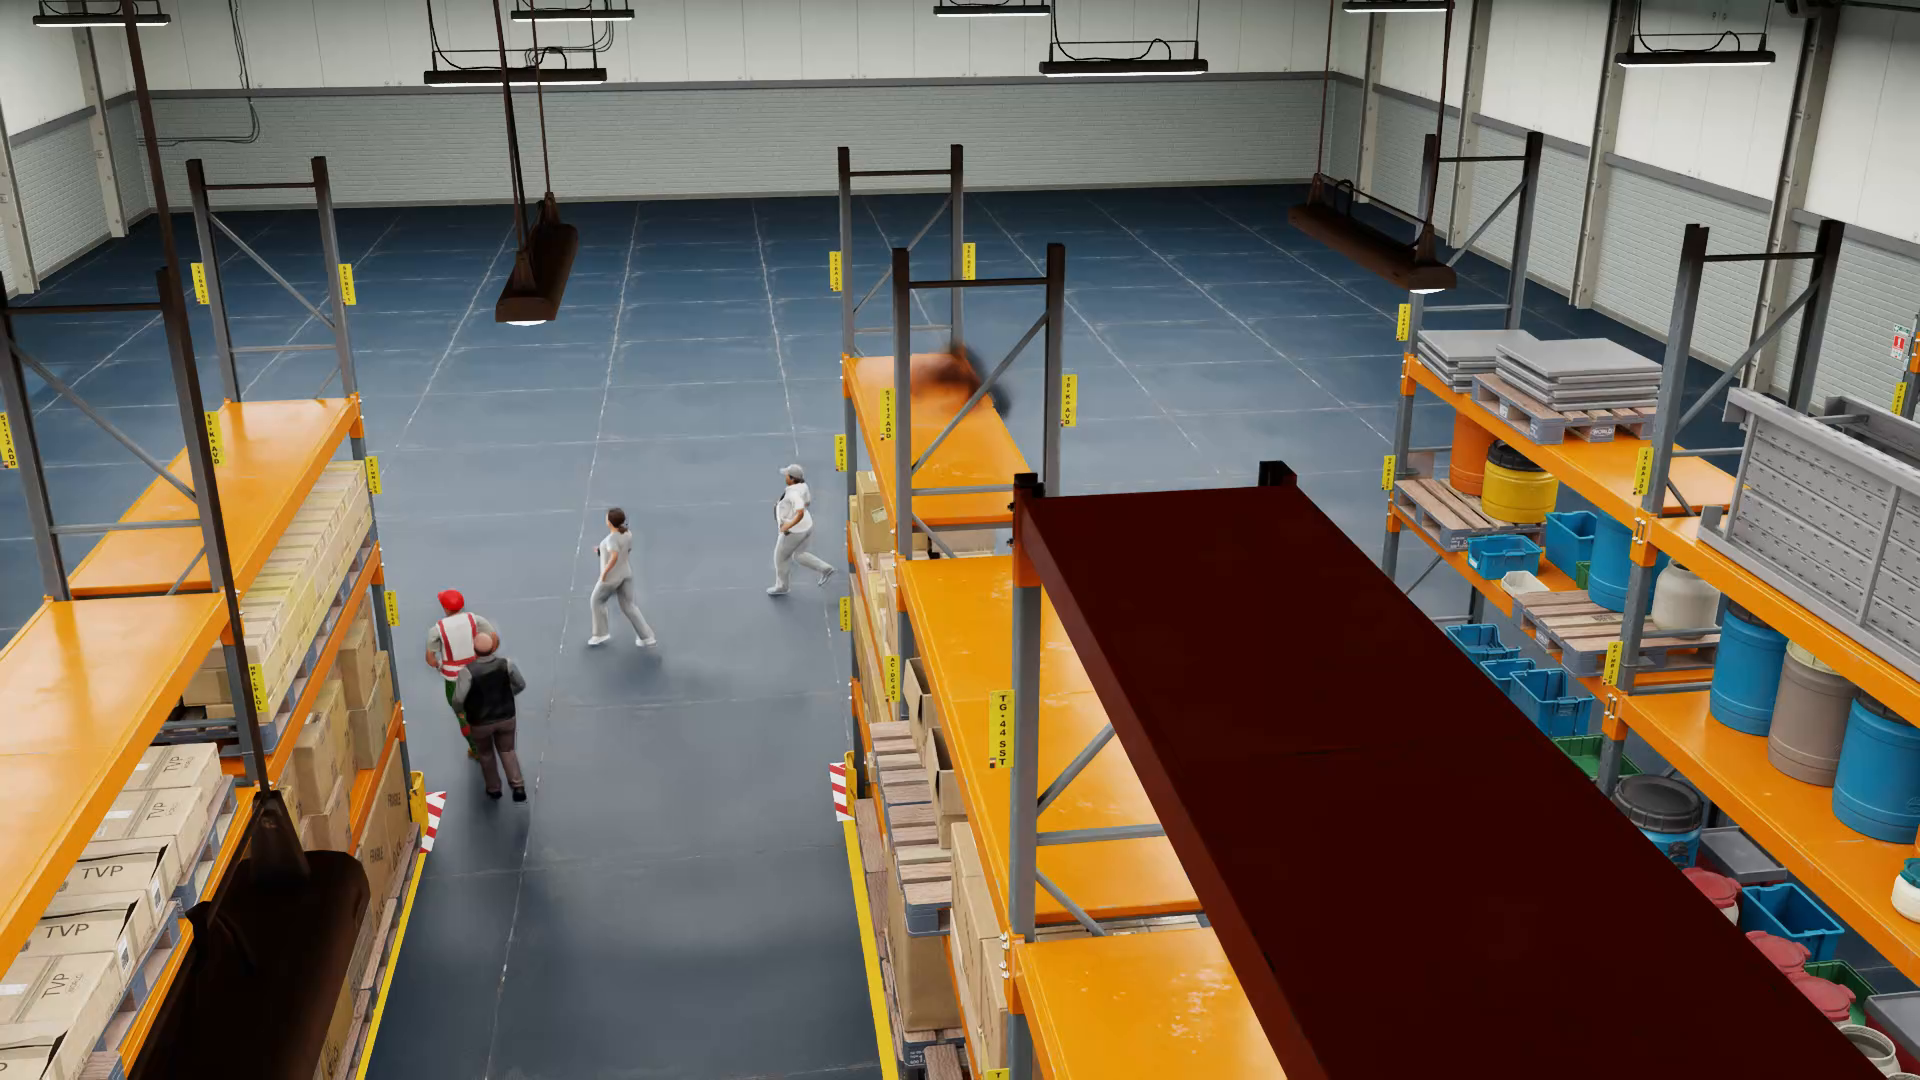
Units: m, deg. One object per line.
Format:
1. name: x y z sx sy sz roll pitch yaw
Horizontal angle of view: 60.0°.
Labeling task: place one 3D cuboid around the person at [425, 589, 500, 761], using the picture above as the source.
1. person: -4.816 1.259 16.075 0.679 1.742 0.574 -12 25 -28

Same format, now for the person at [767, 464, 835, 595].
1. person: -1.921 -0.102 19.680 0.849 1.659 0.607 6 22 16

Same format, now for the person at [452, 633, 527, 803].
1. person: -4.263 1.661 15.151 0.685 1.723 0.771 -12 24 -27

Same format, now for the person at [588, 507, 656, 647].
1. person: -3.777 0.446 18.271 0.886 1.689 0.569 13 25 30
